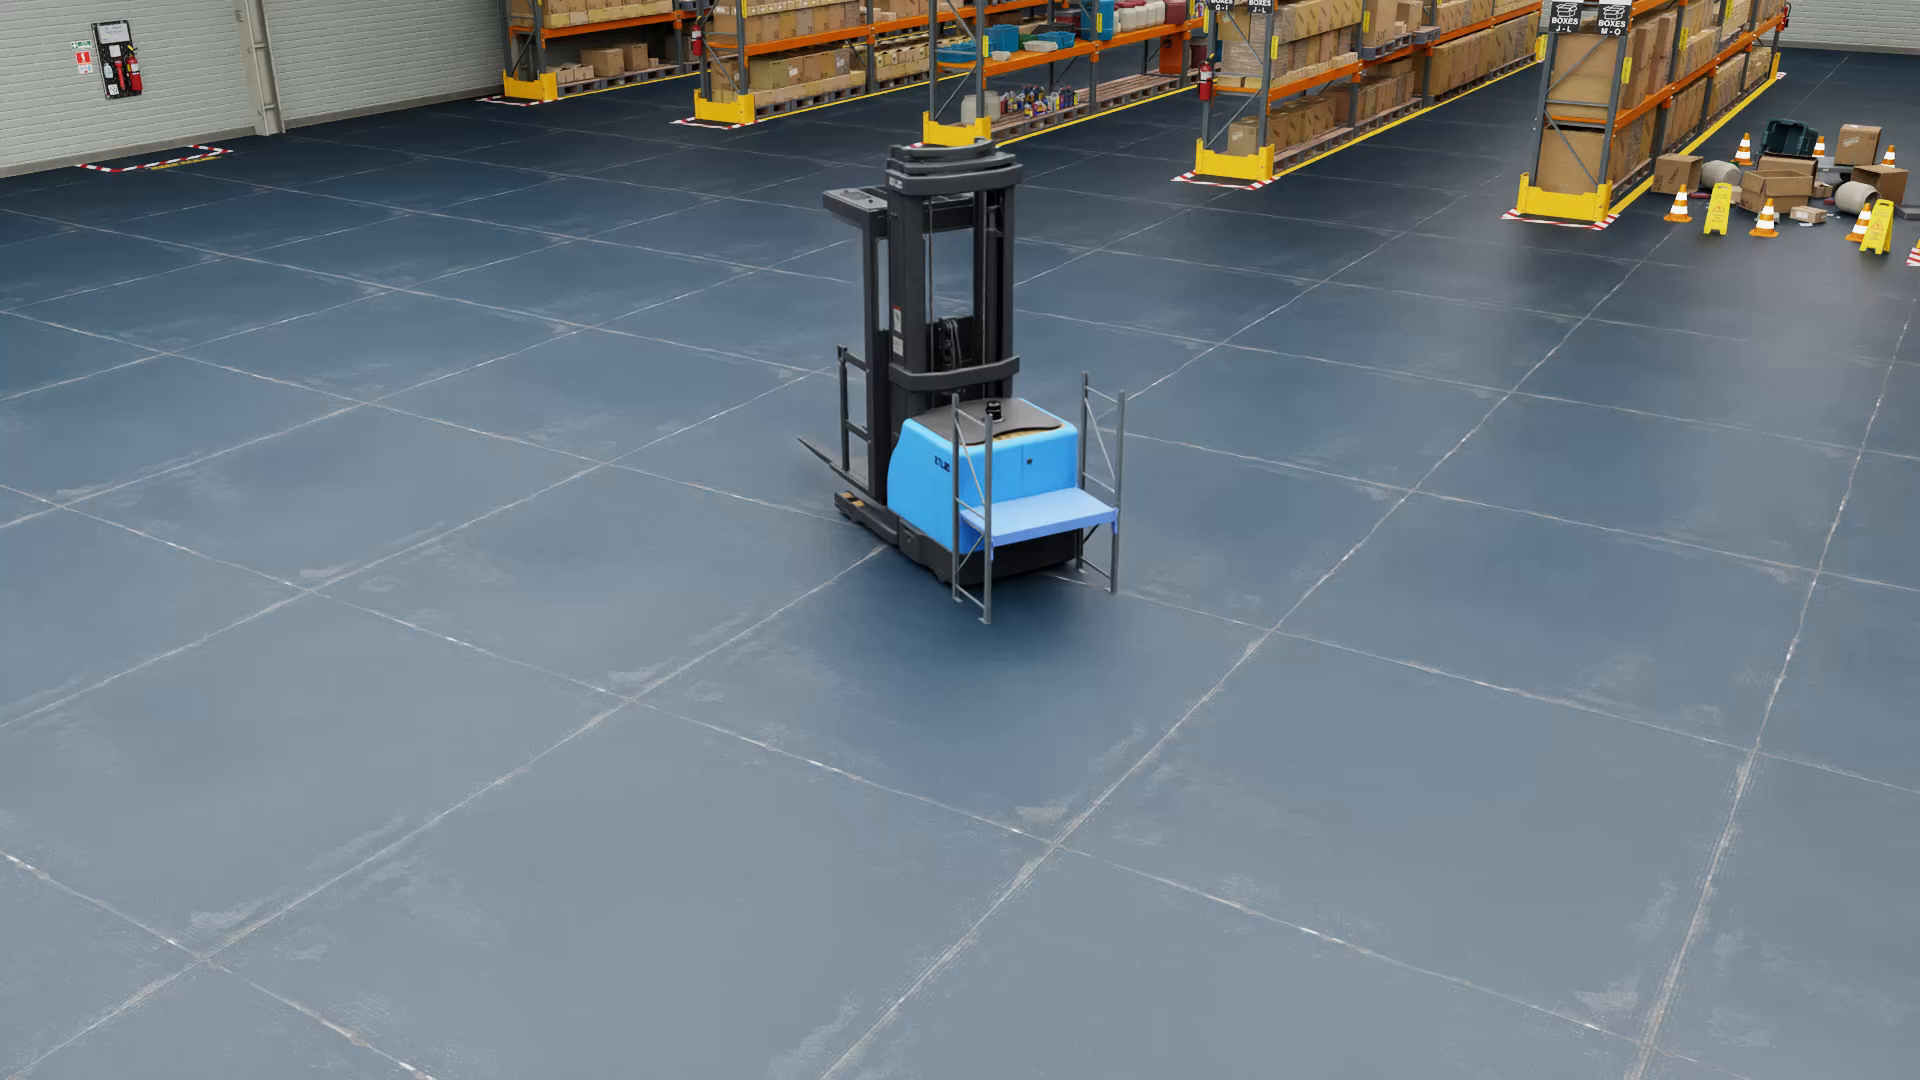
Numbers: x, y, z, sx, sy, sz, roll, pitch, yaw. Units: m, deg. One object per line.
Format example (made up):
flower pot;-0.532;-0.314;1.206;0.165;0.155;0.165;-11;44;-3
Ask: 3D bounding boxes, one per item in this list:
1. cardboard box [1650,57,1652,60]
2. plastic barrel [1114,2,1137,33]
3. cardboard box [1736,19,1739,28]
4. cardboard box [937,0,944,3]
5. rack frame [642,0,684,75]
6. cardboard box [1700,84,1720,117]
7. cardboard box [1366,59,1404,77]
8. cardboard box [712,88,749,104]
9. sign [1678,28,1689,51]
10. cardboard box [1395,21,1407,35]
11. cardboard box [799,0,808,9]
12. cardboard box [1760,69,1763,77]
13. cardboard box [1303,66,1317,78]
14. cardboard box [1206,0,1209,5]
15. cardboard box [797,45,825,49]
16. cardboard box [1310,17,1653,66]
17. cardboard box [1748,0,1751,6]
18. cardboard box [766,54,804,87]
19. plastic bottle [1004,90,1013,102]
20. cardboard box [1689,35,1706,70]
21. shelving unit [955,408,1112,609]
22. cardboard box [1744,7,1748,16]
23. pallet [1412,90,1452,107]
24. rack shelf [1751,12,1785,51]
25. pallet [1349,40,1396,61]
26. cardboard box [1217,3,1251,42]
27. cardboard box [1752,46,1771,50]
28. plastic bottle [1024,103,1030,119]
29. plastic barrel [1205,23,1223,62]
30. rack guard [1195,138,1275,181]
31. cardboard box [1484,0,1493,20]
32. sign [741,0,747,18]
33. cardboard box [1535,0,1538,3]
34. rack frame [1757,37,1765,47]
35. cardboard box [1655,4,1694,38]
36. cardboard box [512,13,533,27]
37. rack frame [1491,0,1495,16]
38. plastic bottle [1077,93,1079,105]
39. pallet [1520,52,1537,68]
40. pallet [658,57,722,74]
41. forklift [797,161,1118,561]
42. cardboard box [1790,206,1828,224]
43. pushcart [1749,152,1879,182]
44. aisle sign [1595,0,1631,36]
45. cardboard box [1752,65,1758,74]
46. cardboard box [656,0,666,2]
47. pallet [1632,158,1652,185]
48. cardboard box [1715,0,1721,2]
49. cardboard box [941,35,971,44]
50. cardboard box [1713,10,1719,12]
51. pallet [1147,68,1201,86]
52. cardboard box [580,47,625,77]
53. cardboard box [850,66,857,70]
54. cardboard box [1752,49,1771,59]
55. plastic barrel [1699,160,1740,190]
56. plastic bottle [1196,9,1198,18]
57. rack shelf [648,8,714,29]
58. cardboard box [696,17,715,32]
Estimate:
cardboard box;9.584;-6.819;24.372;0.875;0.550;0.550;14;27;29
plastic barrel;3.134;-9.923;31.561;0.433;0.535;0.433;0;23;0
cardboard box;14.059;-9.476;30.486;0.380;0.149;0.250;13;26;27
cardboard box;-0.676;-11.423;35.310;0.500;0.311;0.500;14;27;28
rack frame;-6.361;-11.412;35.172;1.000;3.000;0.127;14;27;29
cardboard box;13.124;-7.806;29.459;0.500;0.500;0.500;13;26;27
cardboard box;7.775;-8.634;30.402;0.500;0.250;0.500;17;29;35
cardboard box;-4.228;-8.199;30.683;0.500;0.250;0.500;14;27;29
sign;10.897;-7.543;25.044;0.100;0.325;0.005;14;27;29
cardboard box;7.724;-9.160;29.610;0.396;0.266;0.258;13;27;27
cardboard box;-3.059;-9.975;30.910;0.380;0.149;0.250;14;27;29
cardboard box;16.191;-9.574;33.984;0.380;0.149;0.250;13;26;27
cardboard box;5.638;-7.769;27.073;1.016;0.149;2.250;14;27;29
cardboard box;5.349;-11.559;35.666;0.154;0.276;0.136;14;27;30
cardboard box;-2.918;-9.389;32.487;0.500;0.500;0.500;14;27;29
cardboard box;7.448;-7.353;24.927;5.341;1.090;0.506;14;27;29
cardboard box;14.598;-10.099;31.177;0.380;0.149;0.250;15;28;31
cardboard box;-3.074;-9.484;31.462;0.839;1.489;1.800;14;27;29
plastic bottle;0.856;-7.867;29.763;0.144;0.351;0.185;15;28;31
cardboard box;11.730;-7.902;26.937;0.500;0.500;0.500;14;27;30
shelving unit;0.509;-0.290;11.367;0.991;1.308;0.475;-12;26;-26
cardboard box;14.464;-9.874;31.032;0.380;0.149;0.250;14;27;29
pallet;8.854;-8.619;32.230;1.003;0.211;1.213;14;27;29
rack shelf;17.750;-9.764;32.270;5.904;0.370;4.000;14;27;29
pallet;6.791;-8.438;28.542;1.003;0.211;1.213;14;27;29
cardboard box;4.234;-7.827;25.131;0.500;0.500;0.500;14;27;29
cardboard box;16.690;-10.201;34.684;0.383;0.149;0.254;14;27;29
plastic bottle;1.167;-7.483;28.975;0.097;0.271;0.097;0;23;0
plastic barrel;5.601;-10.847;35.979;0.600;0.901;0.708;14;27;29
rack guard;4.194;-5.827;25.416;1.175;0.500;0.348;14;27;29
cardboard box;10.469;-10.829;33.699;0.500;0.500;0.500;14;27;29
sign;-3.792;-9.341;29.198;0.100;0.325;0.005;14;27;29
cardboard box;12.550;-11.956;36.744;0.380;0.149;0.250;14;27;29
rack frame;16.751;-11.276;34.856;0.949;2.616;0.053;14;27;29
cardboard box;11.218;-8.243;26.466;0.700;0.500;0.500;14;27;29
cardboard box;-8.389;-10.201;32.538;0.500;0.250;0.500;14;27;30
rack frame;10.484;-10.998;34.216;1.000;3.000;0.127;14;27;29
plastic bottle;2.129;-8.066;30.411;0.097;0.201;0.097;0;23;0
pallet;12.239;-10.782;37.227;1.003;0.211;1.213;14;27;29
pallet;-5.951;-10.396;36.334;1.003;0.211;1.213;14;27;29
forklift;0.407;-4.975;19.548;10.237;3.598;16.863;-13;27;-28
cardboard box;11.548;-4.429;22.629;0.250;0.149;0.380;-12;26;-26
pushcart;12.720;-5.479;24.767;1.648;0.377;0.936;5;24;11
aisle sign;8.532;-6.981;21.663;0.394;0.787;0.004;14;27;29
cardboard box;15.759;-9.445;33.314;0.380;0.149;0.250;14;27;29
cardboard box;-6.347;-11.473;34.531;0.500;0.500;0.500;14;27;29
pallet;9.957;-5.705;25.498;1.003;0.211;1.213;14;27;29
cardboard box;14.659;-10.330;32.171;0.500;0.500;0.500;14;27;29
cardboard box;-0.107;-10.685;35.720;0.500;0.311;0.500;15;27;30
cardboard box;13.082;-9.132;28.943;0.380;0.149;0.250;13;27;28
pallet;8.468;-9.659;31.107;11.139;3.011;2.669;14;27;29
cardboard box;5.090;-9.766;30.746;25.317;3.056;7.019;12;26;26
cardboard box;-2.178;-9.507;33.704;0.500;0.250;0.500;14;27;28
cardboard box;16.480;-10.014;34.252;0.380;0.149;0.250;13;27;28
plastic barrel;11.129;-5.338;24.384;0.421;0.421;0.512;-7;24;-17
plastic bottle;4.805;-10.740;33.868;0.097;0.201;0.097;0;23;0
rack shelf;-5.306;-11.757;36.874;1.077;0.370;4.000;14;27;29
cardboard box;-5.486;-11.389;36.767;0.500;0.250;0.500;13;27;27
